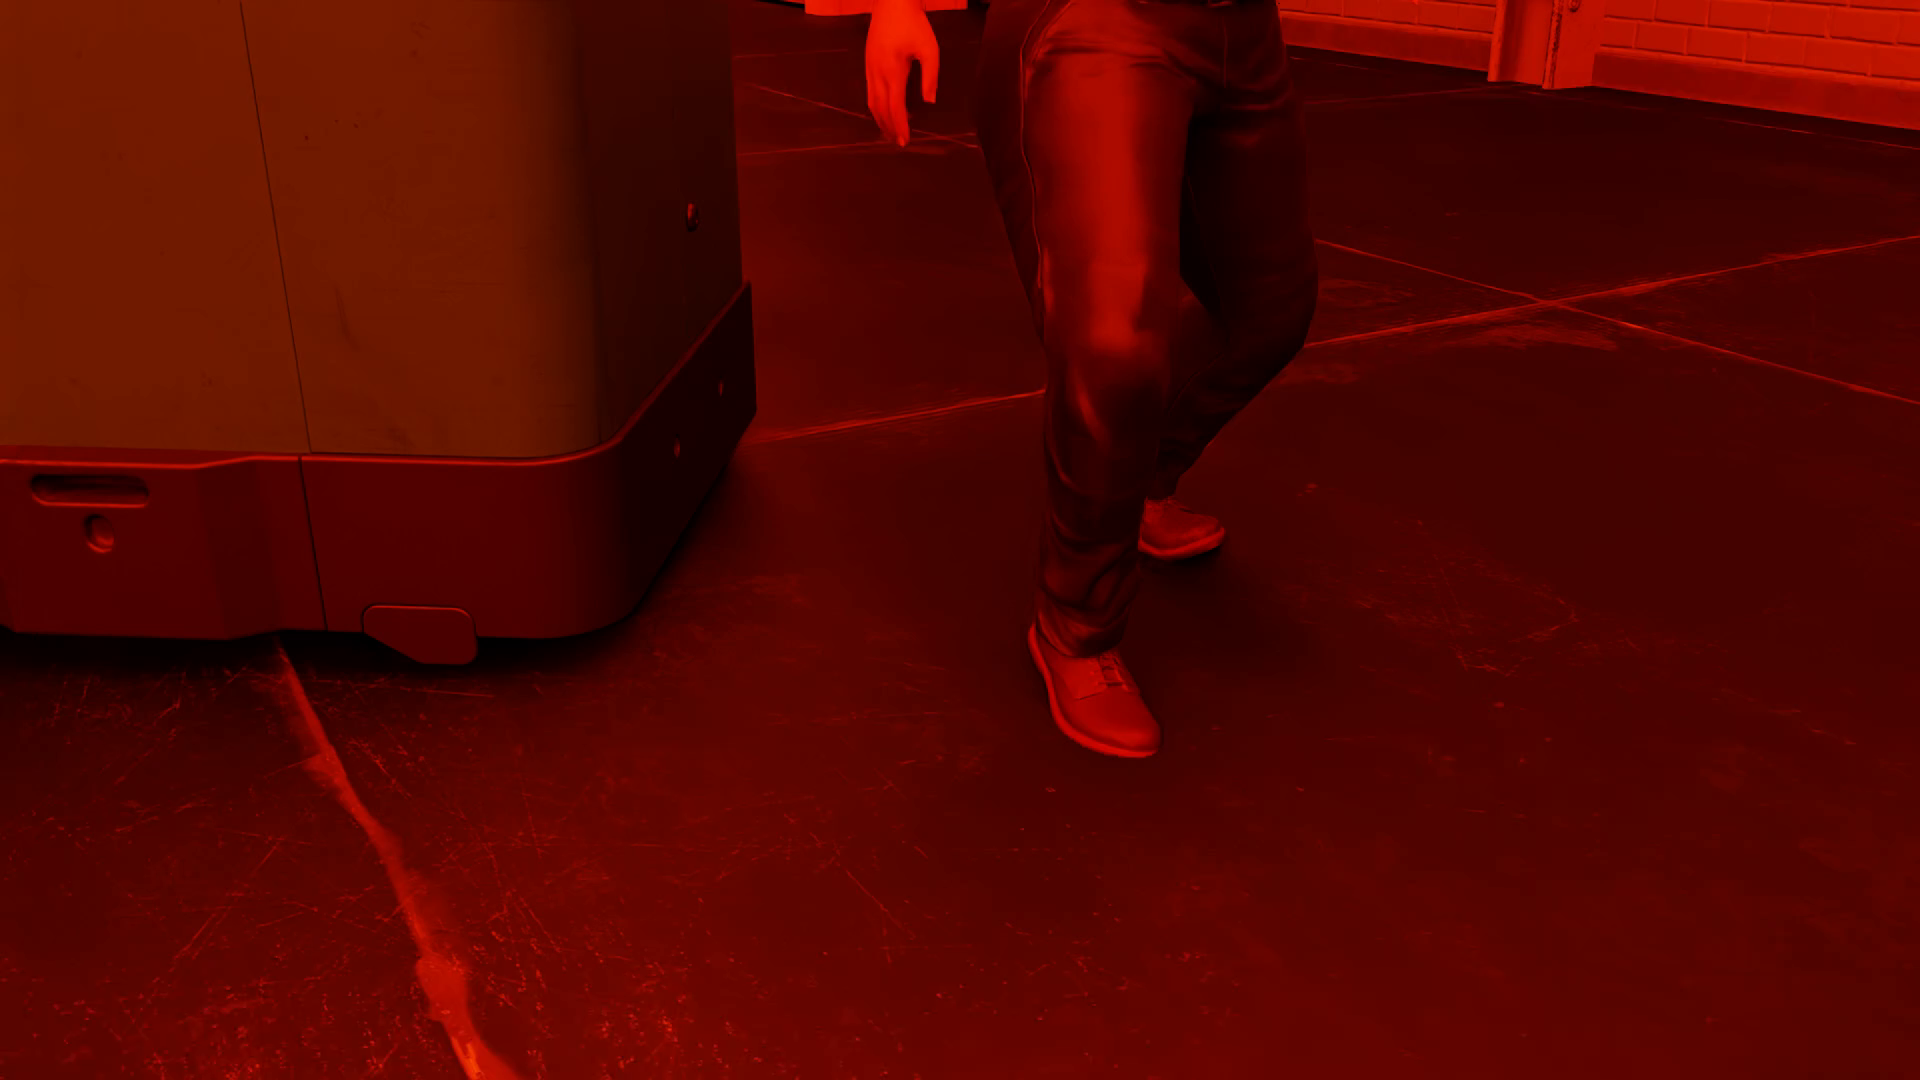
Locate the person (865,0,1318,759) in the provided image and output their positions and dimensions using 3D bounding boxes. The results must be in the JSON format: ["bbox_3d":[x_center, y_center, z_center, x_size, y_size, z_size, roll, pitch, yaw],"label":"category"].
[{"bbox_3d":[0.224,-0.557,2.011,0.774,1.563,0.749,-19,29,-39],"label":"person"}]

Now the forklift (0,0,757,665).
[{"bbox_3d":[-1.911,-1.402,2.191,3.031,2.935,1.130,2,22,4],"label":"forklift"}]
